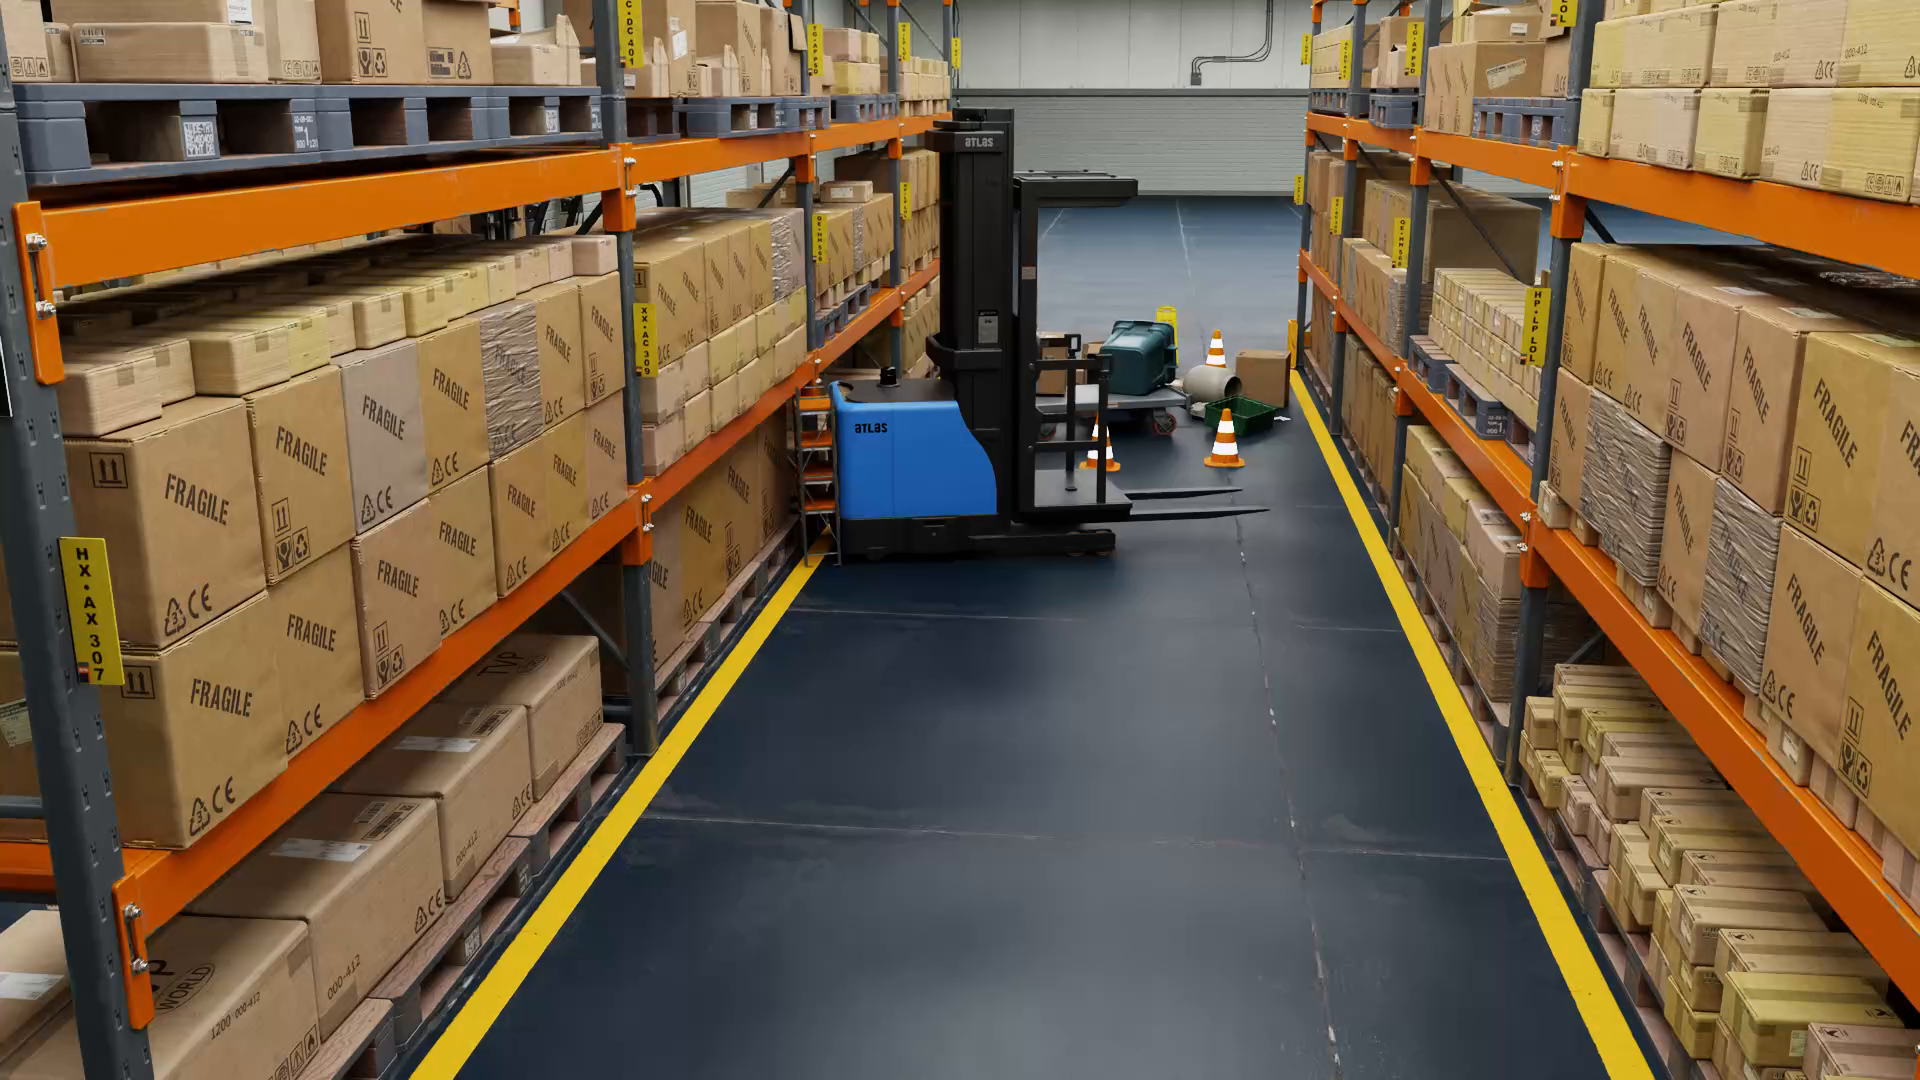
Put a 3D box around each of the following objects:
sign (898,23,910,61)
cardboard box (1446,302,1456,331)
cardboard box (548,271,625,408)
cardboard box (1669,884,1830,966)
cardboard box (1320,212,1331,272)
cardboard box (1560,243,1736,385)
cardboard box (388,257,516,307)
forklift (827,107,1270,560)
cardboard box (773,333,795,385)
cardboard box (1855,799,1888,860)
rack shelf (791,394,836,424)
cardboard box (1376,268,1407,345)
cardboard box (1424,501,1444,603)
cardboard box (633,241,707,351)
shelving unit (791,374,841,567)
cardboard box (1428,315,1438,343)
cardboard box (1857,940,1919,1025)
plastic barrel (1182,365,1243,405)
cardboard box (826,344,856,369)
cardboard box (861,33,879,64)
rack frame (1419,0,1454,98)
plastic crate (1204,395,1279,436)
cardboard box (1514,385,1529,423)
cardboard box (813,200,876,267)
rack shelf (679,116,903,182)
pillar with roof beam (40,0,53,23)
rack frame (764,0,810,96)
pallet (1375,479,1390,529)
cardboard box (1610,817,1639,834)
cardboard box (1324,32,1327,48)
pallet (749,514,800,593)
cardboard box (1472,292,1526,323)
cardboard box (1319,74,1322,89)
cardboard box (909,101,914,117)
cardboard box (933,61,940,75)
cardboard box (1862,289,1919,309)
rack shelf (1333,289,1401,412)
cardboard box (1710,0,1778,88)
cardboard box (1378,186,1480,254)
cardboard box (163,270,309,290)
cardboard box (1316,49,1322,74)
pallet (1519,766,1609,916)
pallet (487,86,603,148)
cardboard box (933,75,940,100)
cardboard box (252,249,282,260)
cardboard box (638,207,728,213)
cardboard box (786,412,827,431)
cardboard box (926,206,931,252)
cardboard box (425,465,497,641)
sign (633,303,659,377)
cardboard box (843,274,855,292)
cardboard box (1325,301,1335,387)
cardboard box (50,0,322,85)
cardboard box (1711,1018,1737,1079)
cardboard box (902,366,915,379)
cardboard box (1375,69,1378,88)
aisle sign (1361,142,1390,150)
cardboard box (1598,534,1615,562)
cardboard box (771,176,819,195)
[{"bbox_3d":[-0.491,-4.393,14.671,0.100,0.325,0.005,2,15,6],"label":"sign"},{"bbox_3d":[3.126,-1.330,9.940,0.380,0.149,0.250,1,15,5],"label":"cardboard box"},{"bbox_3d":[-1.725,-0.846,6.939,0.500,0.500,0.500,2,15,6],"label":"cardboard box"},{"bbox_3d":[2.396,1.182,5.063,0.380,0.149,0.250,2,15,8],"label":"cardboard box"},{"bbox_3d":[4.094,-2.990,16.686,0.875,0.550,0.500,2,15,6],"label":"cardboard box"},{"bbox_3d":[2.691,-0.891,6.534,0.500,0.500,0.500,2,15,8],"label":"cardboard box"},{"bbox_3d":[-1.843,-0.939,6.039,0.380,0.149,0.250,2,15,6],"label":"cardboard box"},{"bbox_3d":[0.616,-1.439,11.368,3.031,2.935,1.130,-2,15,-8],"label":"forklift"},{"bbox_3d":[-1.336,-1.139,10.416,0.500,0.250,0.500,2,15,7],"label":"cardboard box"},{"bbox_3d":[2.354,0.676,3.897,0.380,0.149,0.250,2,15,6],"label":"cardboard box"},{"bbox_3d":[-0.969,-0.849,10.968,0.258,0.148,0.480,-4,14,-8],"label":"rack shelf"},{"bbox_3d":[3.277,-1.666,11.886,0.500,0.500,0.500,2,15,6],"label":"cardboard box"},{"bbox_3d":[2.995,0.080,9.605,0.500,0.500,0.500,1,15,5],"label":"cardboard box"},{"bbox_3d":[-1.581,-1.215,8.303,0.500,0.500,0.500,2,15,6],"label":"cardboard box"},{"bbox_3d":[-0.958,-0.468,11.065,0.258,1.200,0.503,-4,14,-8],"label":"shelving unit"},{"bbox_3d":[3.184,-1.335,10.530,0.380,0.149,0.250,1,15,5],"label":"cardboard box"},{"bbox_3d":[2.946,1.342,5.039,0.380,0.149,0.250,1,15,4],"label":"cardboard box"},{"bbox_3d":[2.490,-1.497,16.387,0.421,0.421,0.512,-14,20,-42],"label":"plastic barrel"},{"bbox_3d":[-1.243,-1.920,16.041,0.500,0.500,0.500,1,15,5],"label":"cardboard box"},{"bbox_3d":[-0.982,-4.186,14.176,0.500,0.250,0.500,2,15,8],"label":"cardboard box"},{"bbox_3d":[3.435,-4.260,10.176,1.000,3.000,0.127,2,15,6],"label":"rack frame"},{"bbox_3d":[2.604,-1.155,15.465,0.450,0.188,0.662,22,25,31],"label":"plastic crate"},{"bbox_3d":[2.891,-0.649,7.991,0.380,0.149,0.250,2,15,6],"label":"cardboard box"},{"bbox_3d":[-0.986,-2.527,13.693,0.500,0.500,0.500,2,15,8],"label":"cardboard box"},{"bbox_3d":[-1.269,-3.103,13.022,1.077,0.370,4.000,2,15,6],"label":"rack shelf"},{"bbox_3d":[-2.898,-4.763,12.035,9.100,9.000,0.400,2,15,6],"label":"pillar with roof beam"},{"bbox_3d":[-1.495,-4.379,10.618,1.000,3.000,0.127,2,15,6],"label":"rack frame"},{"bbox_3d":[3.599,-0.220,12.071,1.003,0.211,1.213,2,15,6],"label":"pallet"},{"bbox_3d":[2.606,1.061,6.078,0.380,0.149,0.250,2,15,9],"label":"cardboard box"},{"bbox_3d":[3.839,-4.995,16.597,0.380,0.149,0.250,2,15,6],"label":"cardboard box"},{"bbox_3d":[-1.659,0.065,11.017,1.003,0.211,1.213,2,15,6],"label":"pallet"},{"bbox_3d":[3.044,-1.277,9.177,0.380,0.149,0.250,2,15,8],"label":"cardboard box"},{"bbox_3d":[3.867,-4.675,16.943,0.380,0.149,0.250,2,15,6],"label":"cardboard box"},{"bbox_3d":[-0.652,-4.188,16.137,0.380,0.149,0.250,1,15,5],"label":"cardboard box"},{"bbox_3d":[-0.415,-5.041,17.766,0.380,0.149,0.250,2,15,6],"label":"cardboard box"},{"bbox_3d":[3.032,-0.470,4.976,0.500,0.500,0.500,1,15,4],"label":"cardboard box"},{"bbox_3d":[3.661,-1.535,12.971,1.077,0.370,4.000,2,15,6],"label":"rack shelf"},{"bbox_3d":[2.517,-1.429,4.783,0.500,0.250,0.500,1,15,4],"label":"cardboard box"},{"bbox_3d":[3.723,-2.539,13.197,0.700,0.500,0.500,2,15,7],"label":"cardboard box"},{"bbox_3d":[-2.430,-0.821,5.603,0.380,0.149,0.250,2,15,6],"label":"cardboard box"},{"bbox_3d":[3.972,-4.960,17.232,0.500,0.250,0.500,2,15,6],"label":"cardboard box"},{"bbox_3d":[2.943,1.195,6.839,1.003,0.211,1.213,2,15,6],"label":"pallet"},{"bbox_3d":[-2.049,-1.639,6.401,1.003,0.211,1.213,2,15,6],"label":"pallet"},{"bbox_3d":[-0.494,-4.672,17.163,0.500,0.250,0.500,2,15,8],"label":"cardboard box"},{"bbox_3d":[-5.967,-2.304,13.765,0.500,0.250,0.500,2,15,7],"label":"cardboard box"},{"bbox_3d":[-1.793,-1.894,10.812,0.500,0.500,0.500,1,15,4],"label":"cardboard box"},{"bbox_3d":[-1.346,-0.755,12.939,0.950,0.372,0.625,1,15,5],"label":"cardboard box"},{"bbox_3d":[-0.576,-3.211,17.029,0.500,0.500,0.500,2,15,7],"label":"cardboard box"},{"bbox_3d":[-1.913,0.033,5.601,0.500,0.500,0.500,2,15,8],"label":"cardboard box"},{"bbox_3d":[-1.394,-0.886,7.383,0.100,0.325,0.005,2,15,6],"label":"sign"},{"bbox_3d":[-1.043,-2.061,13.216,0.380,0.149,0.250,2,15,8],"label":"cardboard box"},{"bbox_3d":[4.125,-1.973,16.479,0.875,0.875,0.875,2,15,7],"label":"cardboard box"},{"bbox_3d":[-2.179,-1.451,4.711,0.500,0.311,0.500,2,15,7],"label":"cardboard box"},{"bbox_3d":[2.443,1.542,4.871,0.380,0.149,0.250,2,15,7],"label":"cardboard box"},{"bbox_3d":[-0.709,-1.541,16.079,0.500,0.250,0.500,1,15,4],"label":"cardboard box"},{"bbox_3d":[3.470,-3.623,13.053,0.380,0.149,0.250,2,15,6],"label":"cardboard box"},{"bbox_3d":[4.644,-4.703,18.329,0.394,0.787,0.004,2,15,6],"label":"aisle sign"},{"bbox_3d":[2.693,-0.001,6.402,0.380,0.149,0.250,1,15,4],"label":"cardboard box"},{"bbox_3d":[-1.448,-3.117,14.634,0.380,0.149,0.250,2,15,6],"label":"cardboard box"}]
